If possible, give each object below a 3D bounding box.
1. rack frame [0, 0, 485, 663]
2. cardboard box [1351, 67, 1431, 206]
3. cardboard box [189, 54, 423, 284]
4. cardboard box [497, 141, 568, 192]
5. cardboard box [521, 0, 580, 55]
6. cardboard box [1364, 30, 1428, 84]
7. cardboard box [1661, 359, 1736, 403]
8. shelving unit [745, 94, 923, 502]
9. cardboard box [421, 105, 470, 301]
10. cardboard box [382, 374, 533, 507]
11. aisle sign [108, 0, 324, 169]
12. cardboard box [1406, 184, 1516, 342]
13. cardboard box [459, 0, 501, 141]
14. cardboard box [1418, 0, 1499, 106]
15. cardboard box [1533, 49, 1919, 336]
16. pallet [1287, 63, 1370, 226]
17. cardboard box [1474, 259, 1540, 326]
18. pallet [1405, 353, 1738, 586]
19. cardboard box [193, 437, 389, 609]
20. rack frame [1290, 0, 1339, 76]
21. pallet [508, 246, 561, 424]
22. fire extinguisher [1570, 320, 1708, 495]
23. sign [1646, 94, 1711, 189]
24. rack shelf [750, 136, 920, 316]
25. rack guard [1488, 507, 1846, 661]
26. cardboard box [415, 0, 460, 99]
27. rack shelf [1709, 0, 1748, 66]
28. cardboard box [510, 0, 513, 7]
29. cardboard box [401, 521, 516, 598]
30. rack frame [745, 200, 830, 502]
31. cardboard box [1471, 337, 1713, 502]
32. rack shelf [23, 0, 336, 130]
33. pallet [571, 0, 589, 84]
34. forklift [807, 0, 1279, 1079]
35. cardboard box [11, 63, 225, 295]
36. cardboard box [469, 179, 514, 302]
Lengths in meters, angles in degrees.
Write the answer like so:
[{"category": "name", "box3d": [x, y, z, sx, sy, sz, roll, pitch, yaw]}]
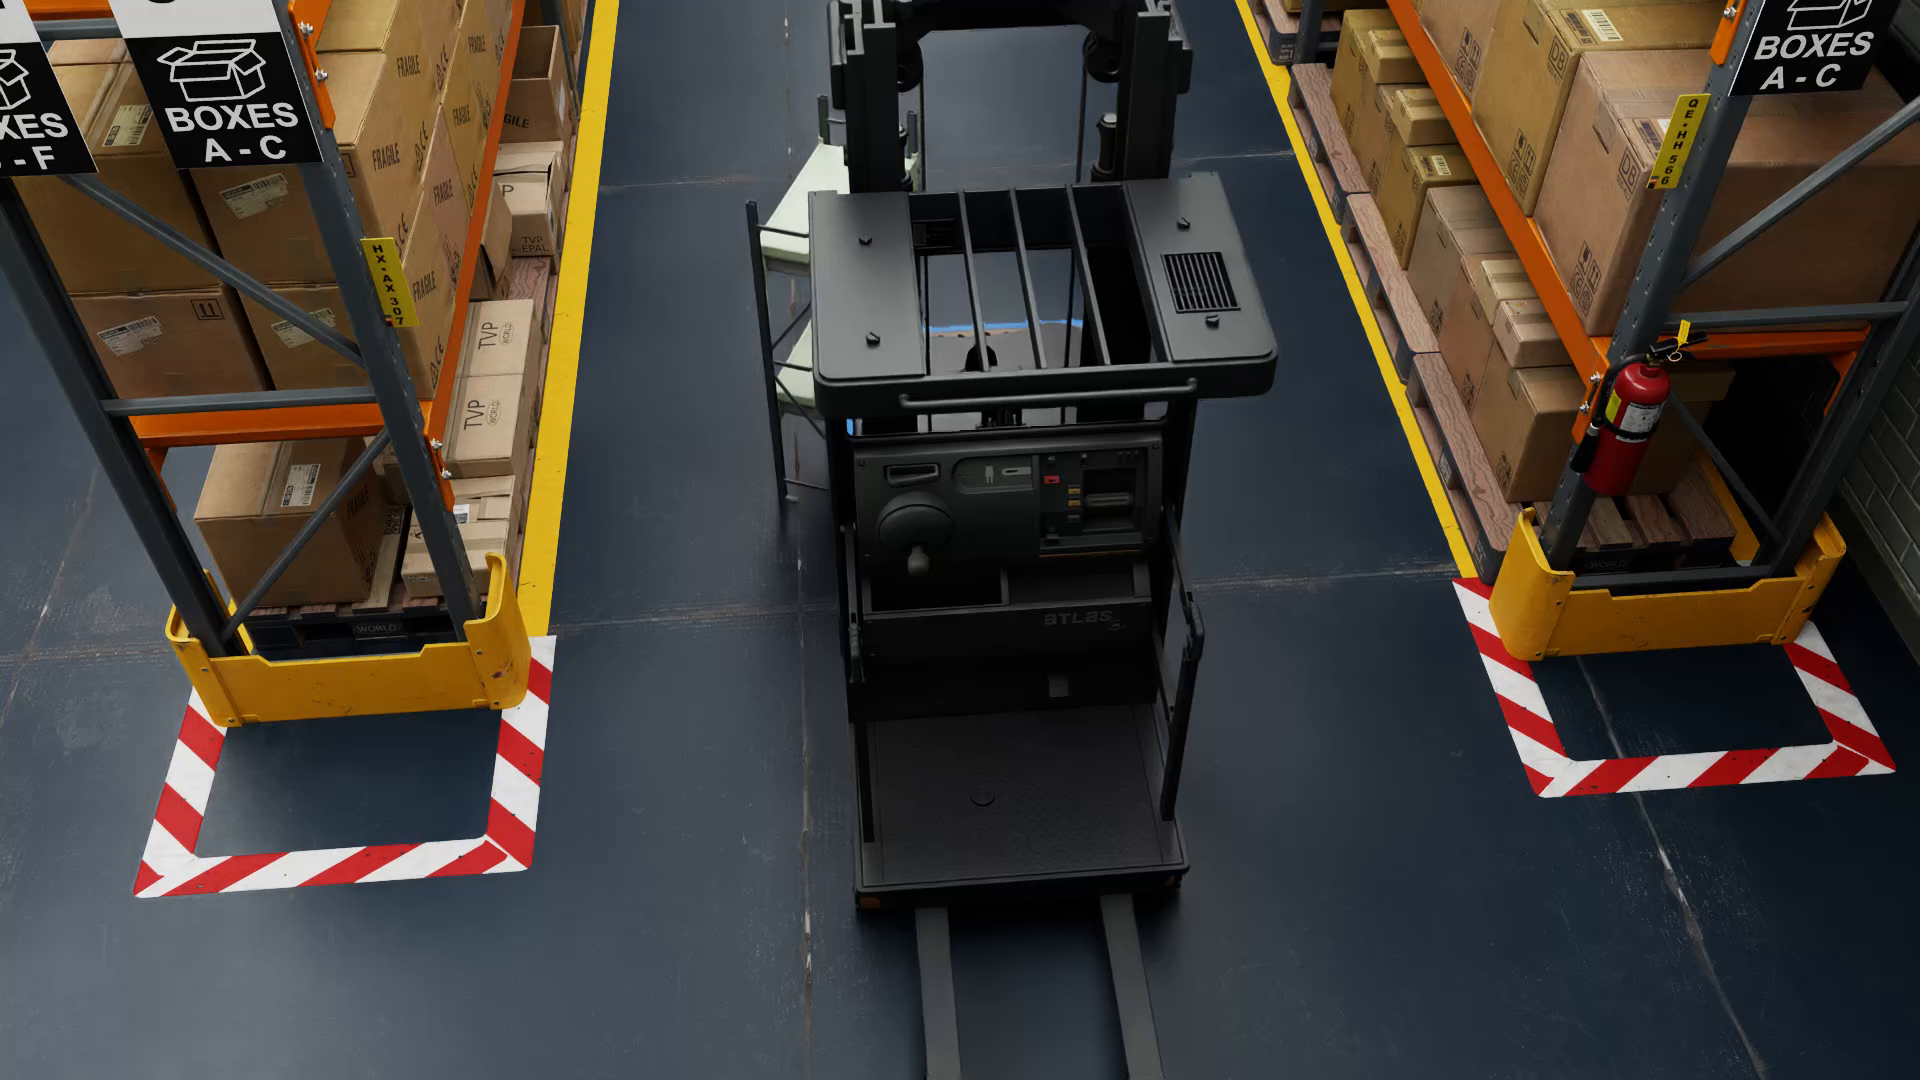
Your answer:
[{"category": "rack frame", "box3d": [-2.237, -0.432, 5.229, 1.000, 3.000, 0.127, -3, 47, -3]}, {"category": "cardboard box", "box3d": [2.363, -2.003, 8.150, 0.700, 0.500, 0.500, -4, 47, -4]}, {"category": "cardboard box", "box3d": [-2.012, -1.147, 5.149, 0.500, 0.500, 0.500, -2, 47, -2]}, {"category": "cardboard box", "box3d": [-2.151, -1.834, 8.218, 0.380, 0.149, 0.250, -3, 47, -3]}, {"category": "cardboard box", "box3d": [-2.370, -2.982, 9.064, 0.500, 0.500, 0.500, -5, 47, -5]}, {"category": "cardboard box", "box3d": [2.171, -2.331, 8.014, 0.380, 0.149, 0.250, -2, 47, -2]}, {"category": "cardboard box", "box3d": [2.750, -0.665, 6.436, 0.380, 0.149, 0.250, -3, 47, -3]}, {"category": "shelving unit", "box3d": [-0.468, -0.912, 6.717, 0.431, 1.500, 0.755, 13, 48, 12]}, {"category": "cardboard box", "box3d": [-2.060, -1.176, 5.865, 0.500, 0.500, 0.500, -4, 47, -4]}, {"category": "cardboard box", "box3d": [-2.042, -0.410, 6.799, 0.500, 0.250, 0.500, -3, 47, -3]}, {"category": "aisle sign", "box3d": [-1.939, -1.294, 4.256, 0.394, 0.787, 0.004, -3, 47, -3]}, {"category": "cardboard box", "box3d": [2.456, -1.247, 7.434, 0.700, 0.500, 0.500, -5, 47, -5]}, {"category": "cardboard box", "box3d": [-2.140, -1.901, 6.552, 0.500, 0.500, 0.500, -3, 47, -3]}, {"category": "cardboard box", "box3d": [2.519, -2.285, 6.778, 0.980, 0.700, 0.700, -6, 47, -5]}, {"category": "cardboard box", "box3d": [2.646, -1.207, 5.757, 0.980, 0.700, 0.700, -2, 47, -1]}, {"category": "pallet", "box3d": [2.349, -2.116, 8.745, 1.003, 0.211, 1.213, -3, 47, -3]}, {"category": "cardboard box", "box3d": [2.326, -1.010, 6.763, 0.380, 0.149, 0.250, -2, 47, -2]}, {"category": "pallet", "box3d": [2.554, -0.350, 7.073, 1.003, 0.211, 1.213, -3, 47, -3]}, {"category": "cardboard box", "box3d": [-2.528, -0.102, 6.336, 0.500, 0.500, 0.500, -3, 47, -3]}, {"category": "rack frame", "box3d": [2.364, -3.629, 8.258, 1.000, 3.000, 0.127, -3, 47, -3]}, {"category": "pallet", "box3d": [-2.411, -0.985, 7.674, 1.003, 0.211, 1.213, -3, 47, -3]}, {"category": "fire extinguisher", "box3d": [2.251, -0.443, 5.551, 0.296, 0.674, 0.183, -3, 47, -3]}, {"category": "sign", "box3d": [2.157, -1.192, 4.989, 0.100, 0.325, 0.005, -3, 47, -3]}, {"category": "rack shelf", "box3d": [-0.468, -1.180, 6.434, 0.431, 0.370, 0.720, 13, 48, 12]}, {"category": "rack guard", "box3d": [2.701, 0.141, 6.408, 1.175, 0.500, 0.348, -3, 47, -3]}, {"category": "cardboard box", "box3d": [-2.100, -1.887, 5.850, 0.500, 0.500, 0.500, -3, 47, -3]}, {"category": "rack shelf", "box3d": [2.531, -2.967, 6.060, 1.077, 0.370, 4.000, -3, 47, -3]}, {"category": "cardboard box", "box3d": [-2.230, -2.641, 7.253, 0.500, 0.500, 0.500, -2, 47, -2]}, {"category": "cardboard box", "box3d": [-1.930, 0.074, 6.411, 0.380, 0.149, 0.250, -3, 47, -3]}, {"category": "rack frame", "box3d": [-0.576, -0.658, 6.477, 0.400, 1.500, 0.023, 13, 48, 12]}, {"category": "cardboard box", "box3d": [2.540, -0.521, 6.746, 0.700, 0.500, 0.500, -3, 47, -3]}, {"category": "rack shelf", "box3d": [-2.405, -2.663, 5.772, 1.077, 0.370, 4.000, -3, 47, -3]}, {"category": "pallet", "box3d": [-2.678, -2.953, 9.538, 1.003, 0.211, 1.213, -3, 47, -3]}, {"category": "forklift", "box3d": [0.169, -0.011, 4.878, 1.130, 2.935, 3.031, -4, 47, -3]}, {"category": "cardboard box", "box3d": [-2.549, -1.115, 5.119, 0.500, 0.500, 0.500, -4, 47, -4]}, {"category": "cardboard box", "box3d": [-2.410, -1.260, 7.430, 0.797, 0.503, 0.637, -3, 47, -3]}]
